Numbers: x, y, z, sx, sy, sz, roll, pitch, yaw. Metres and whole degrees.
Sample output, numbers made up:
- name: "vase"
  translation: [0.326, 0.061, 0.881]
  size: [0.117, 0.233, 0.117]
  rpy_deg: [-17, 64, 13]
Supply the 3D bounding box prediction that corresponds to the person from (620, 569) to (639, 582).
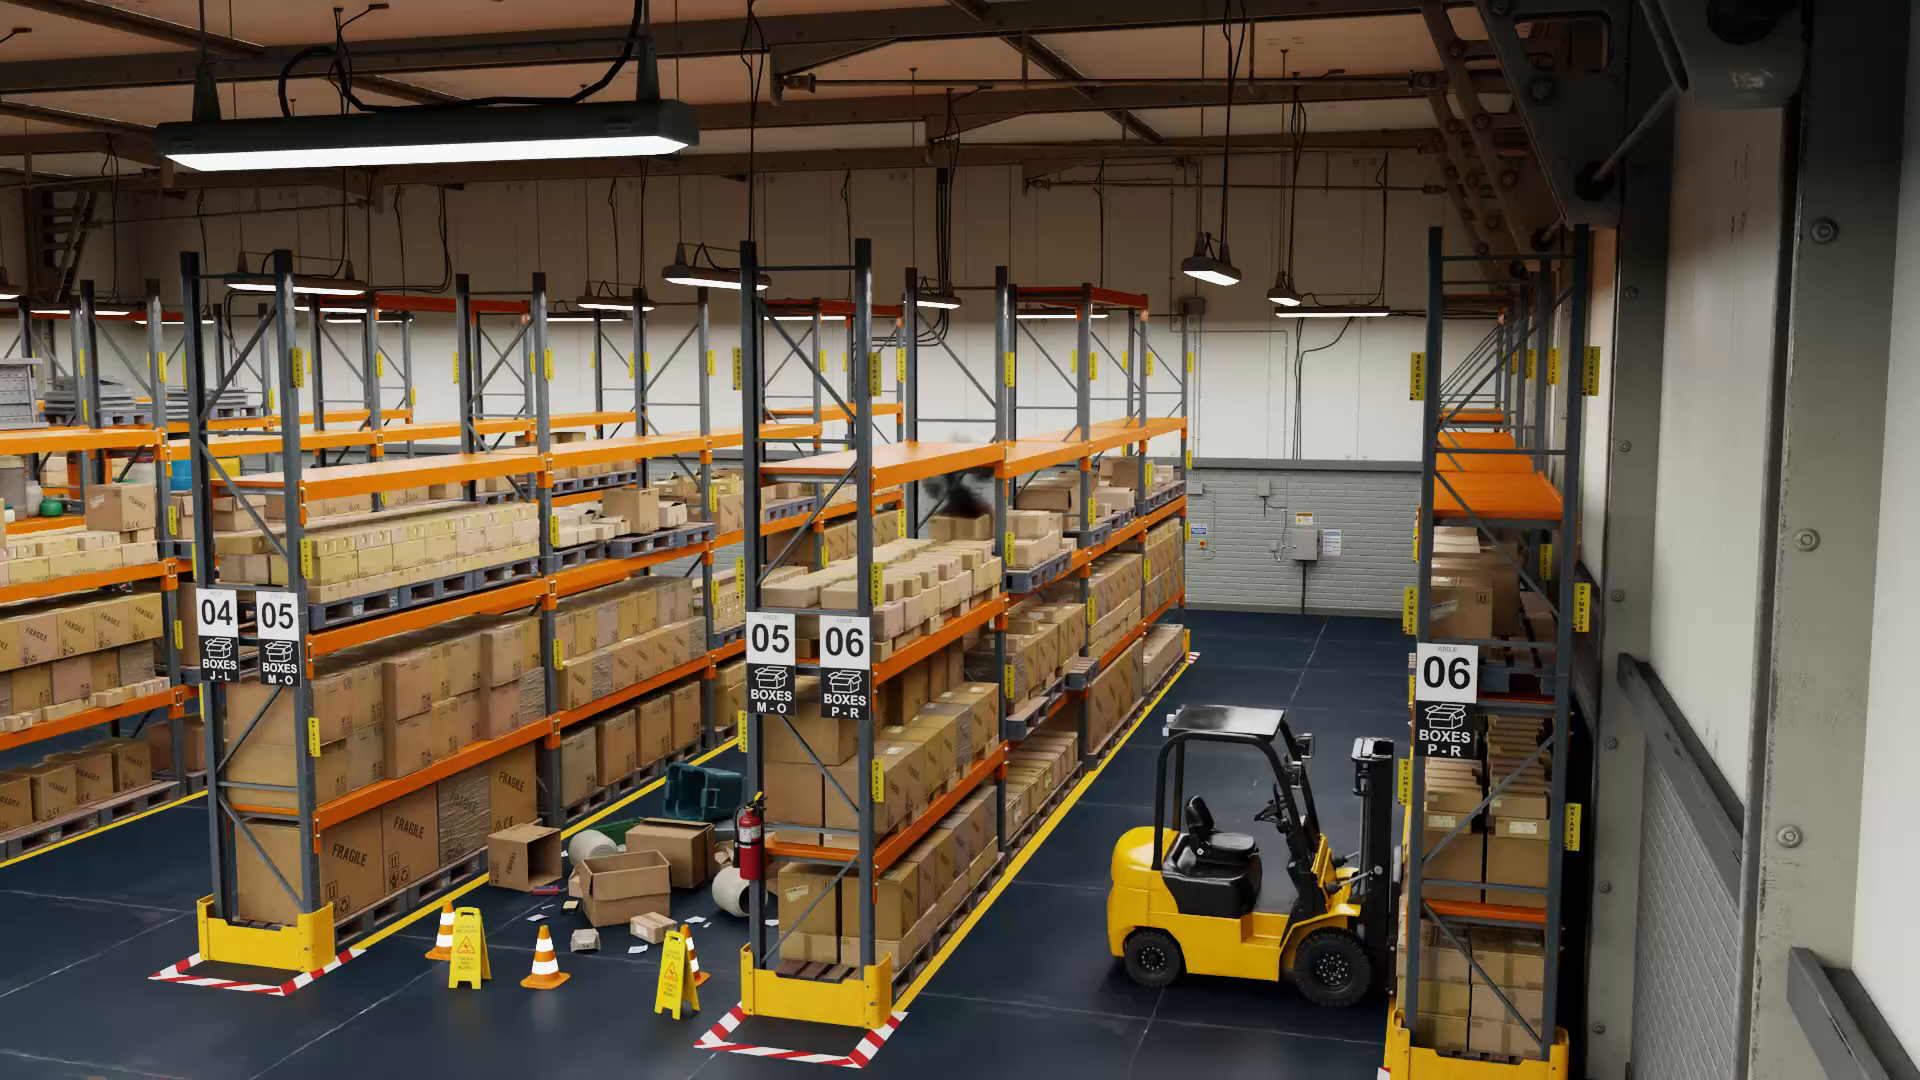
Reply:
- name: "person"
  translation: [-5.413, 1.240, 27.480]
  size: [0.710, 1.776, 0.719]
  rpy_deg: [1, 6, 7]
